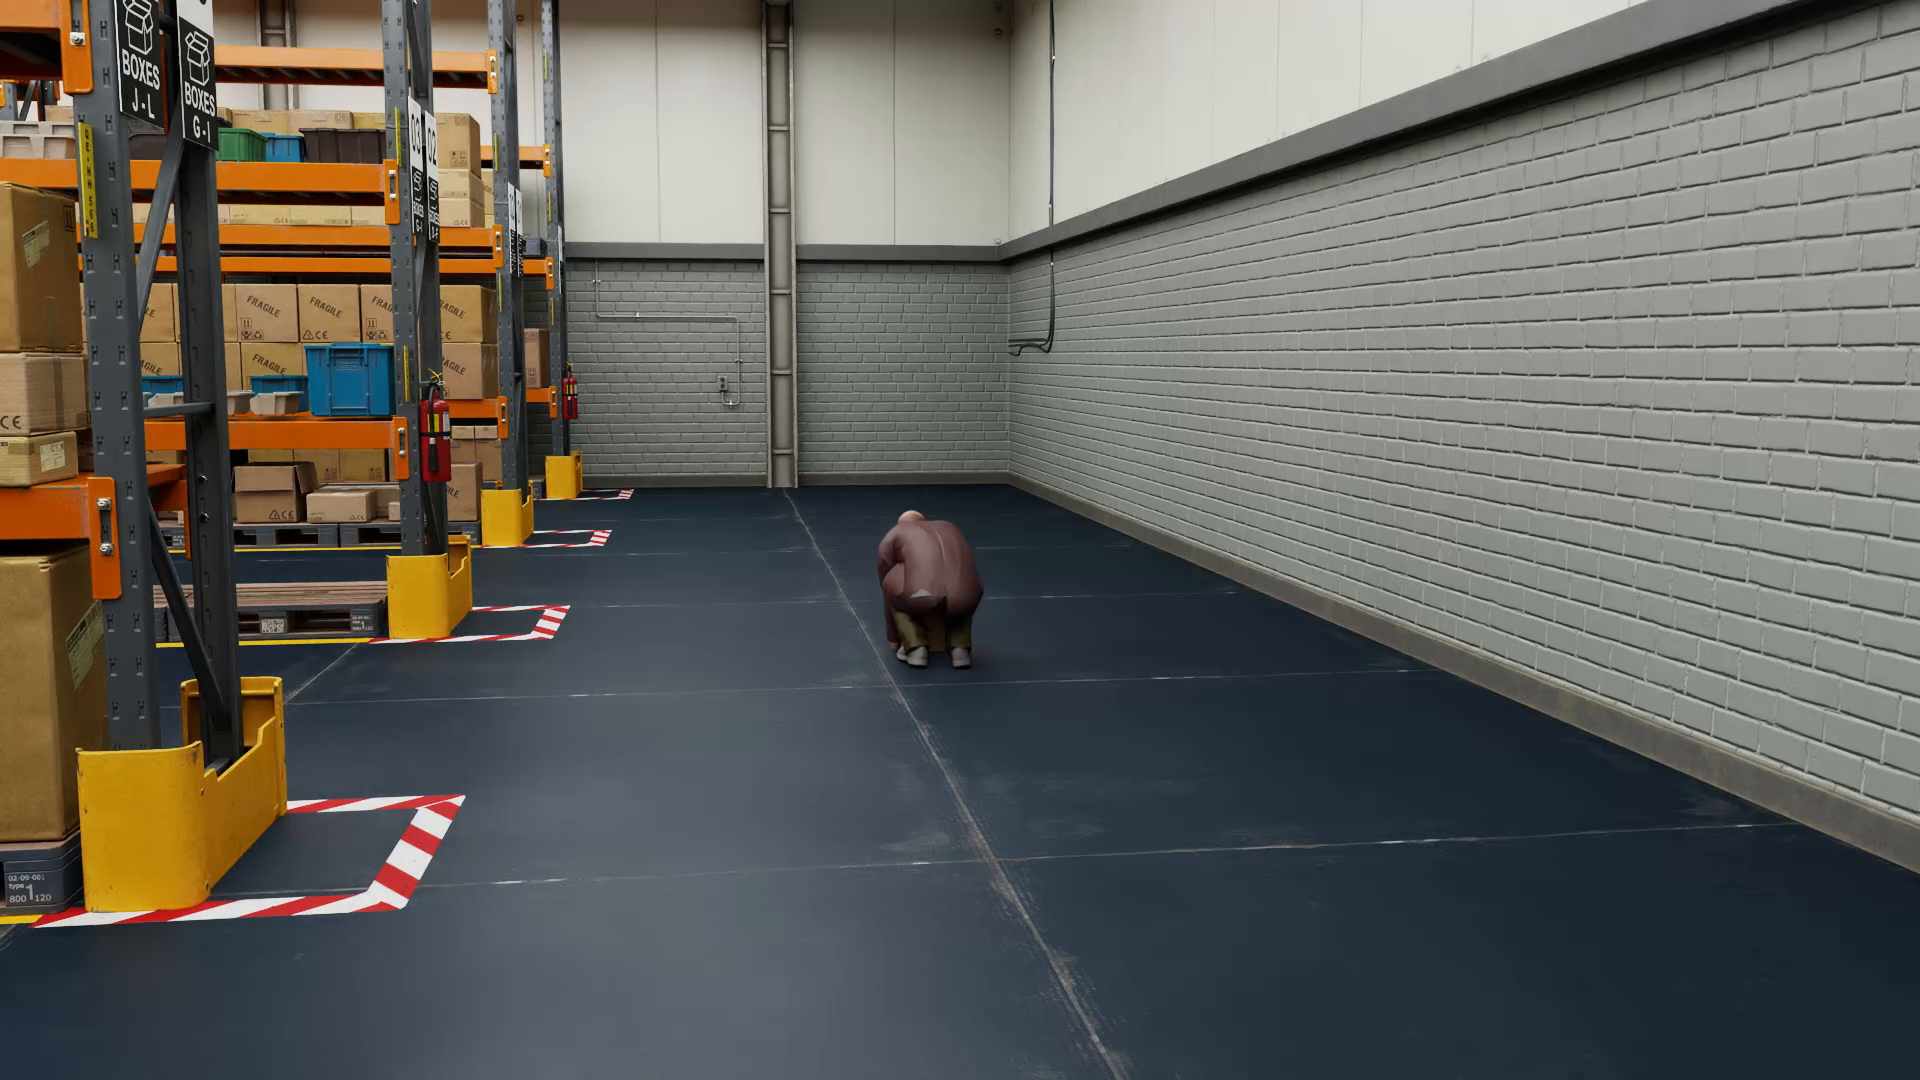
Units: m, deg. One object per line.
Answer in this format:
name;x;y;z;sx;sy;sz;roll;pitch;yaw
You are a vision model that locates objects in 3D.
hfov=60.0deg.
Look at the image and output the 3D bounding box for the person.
person;-0.172;0.086;9.315;0.557;1.157;0.944;-1;6;-11
